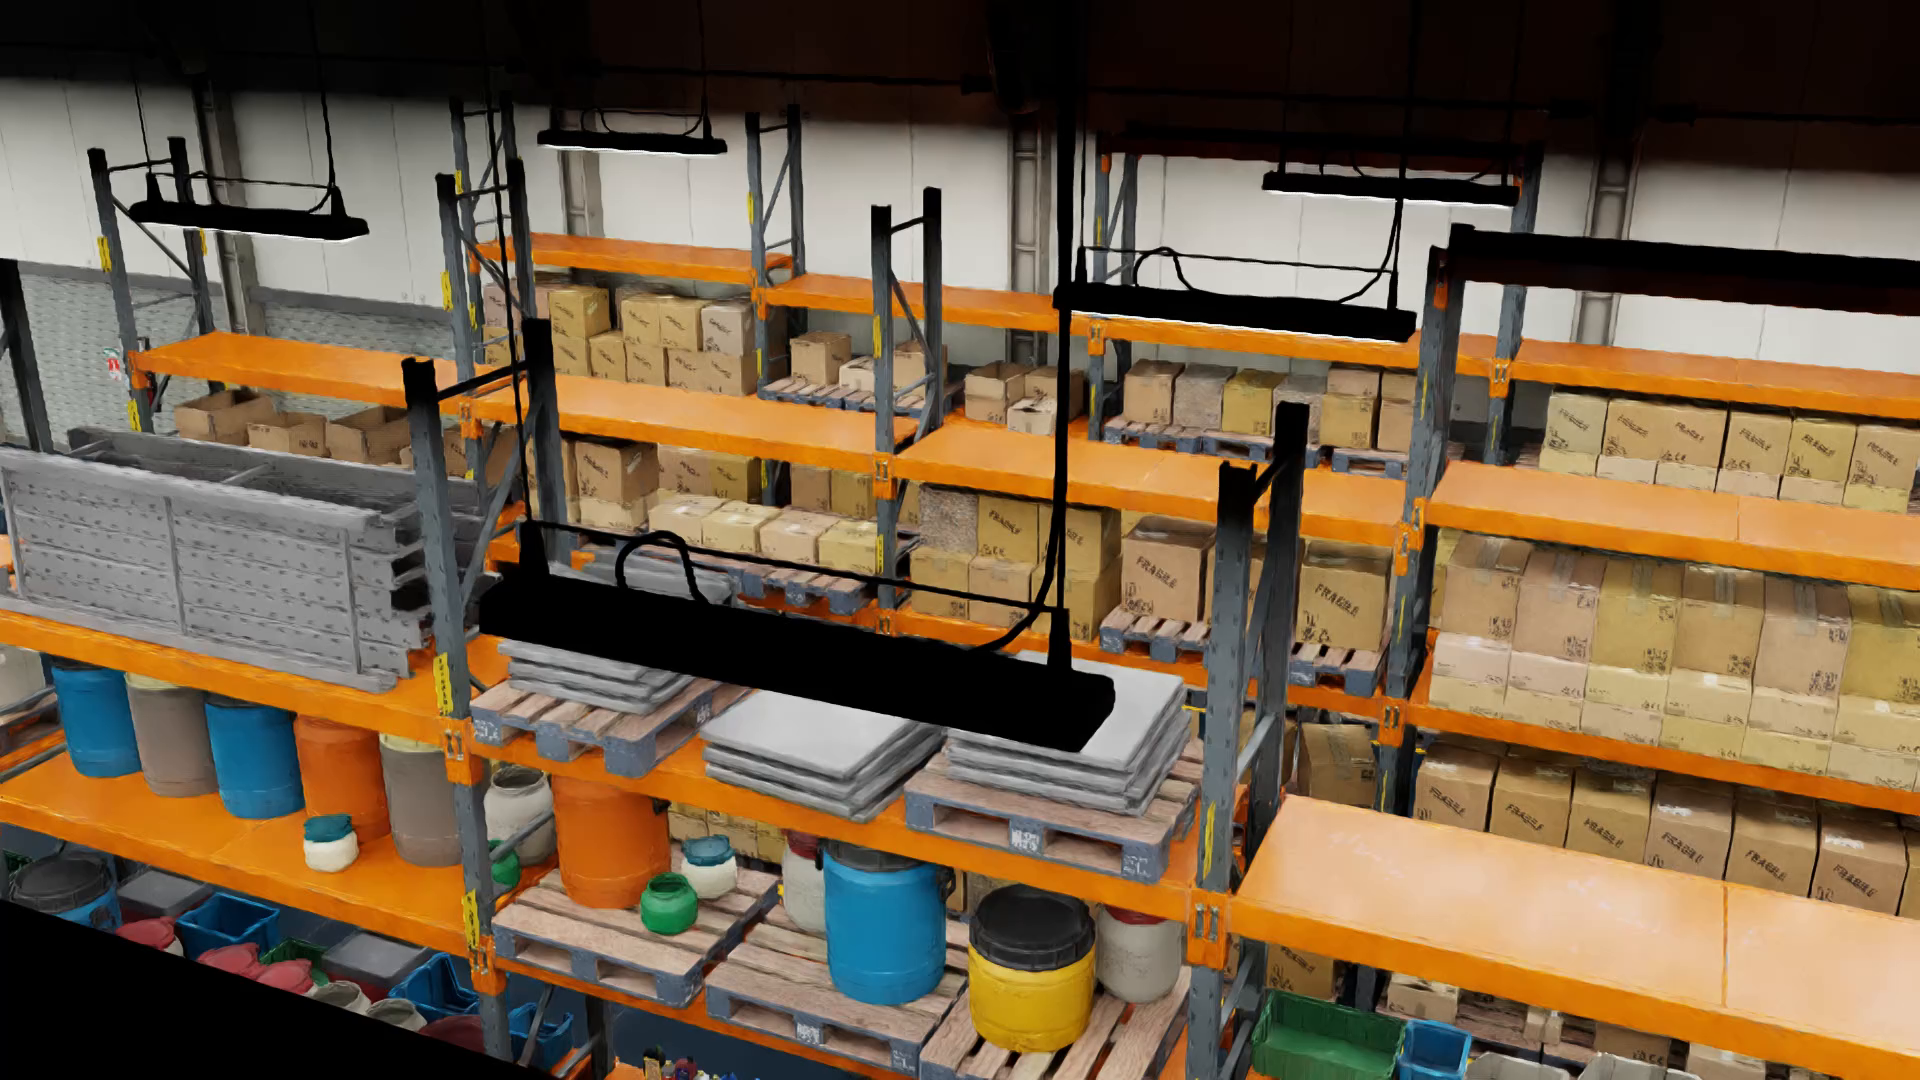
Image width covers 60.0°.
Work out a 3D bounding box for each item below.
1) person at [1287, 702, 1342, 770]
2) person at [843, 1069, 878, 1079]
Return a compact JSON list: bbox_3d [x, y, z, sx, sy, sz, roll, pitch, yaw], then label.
[{"bbox_3d":[3.519,1.477,16.170,0.668,1.786,0.407,2,21,6],"label":"person"},{"bbox_3d":[-0.562,3.426,11.266,0.526,1.629,0.571,8,22,20],"label":"person"}]
